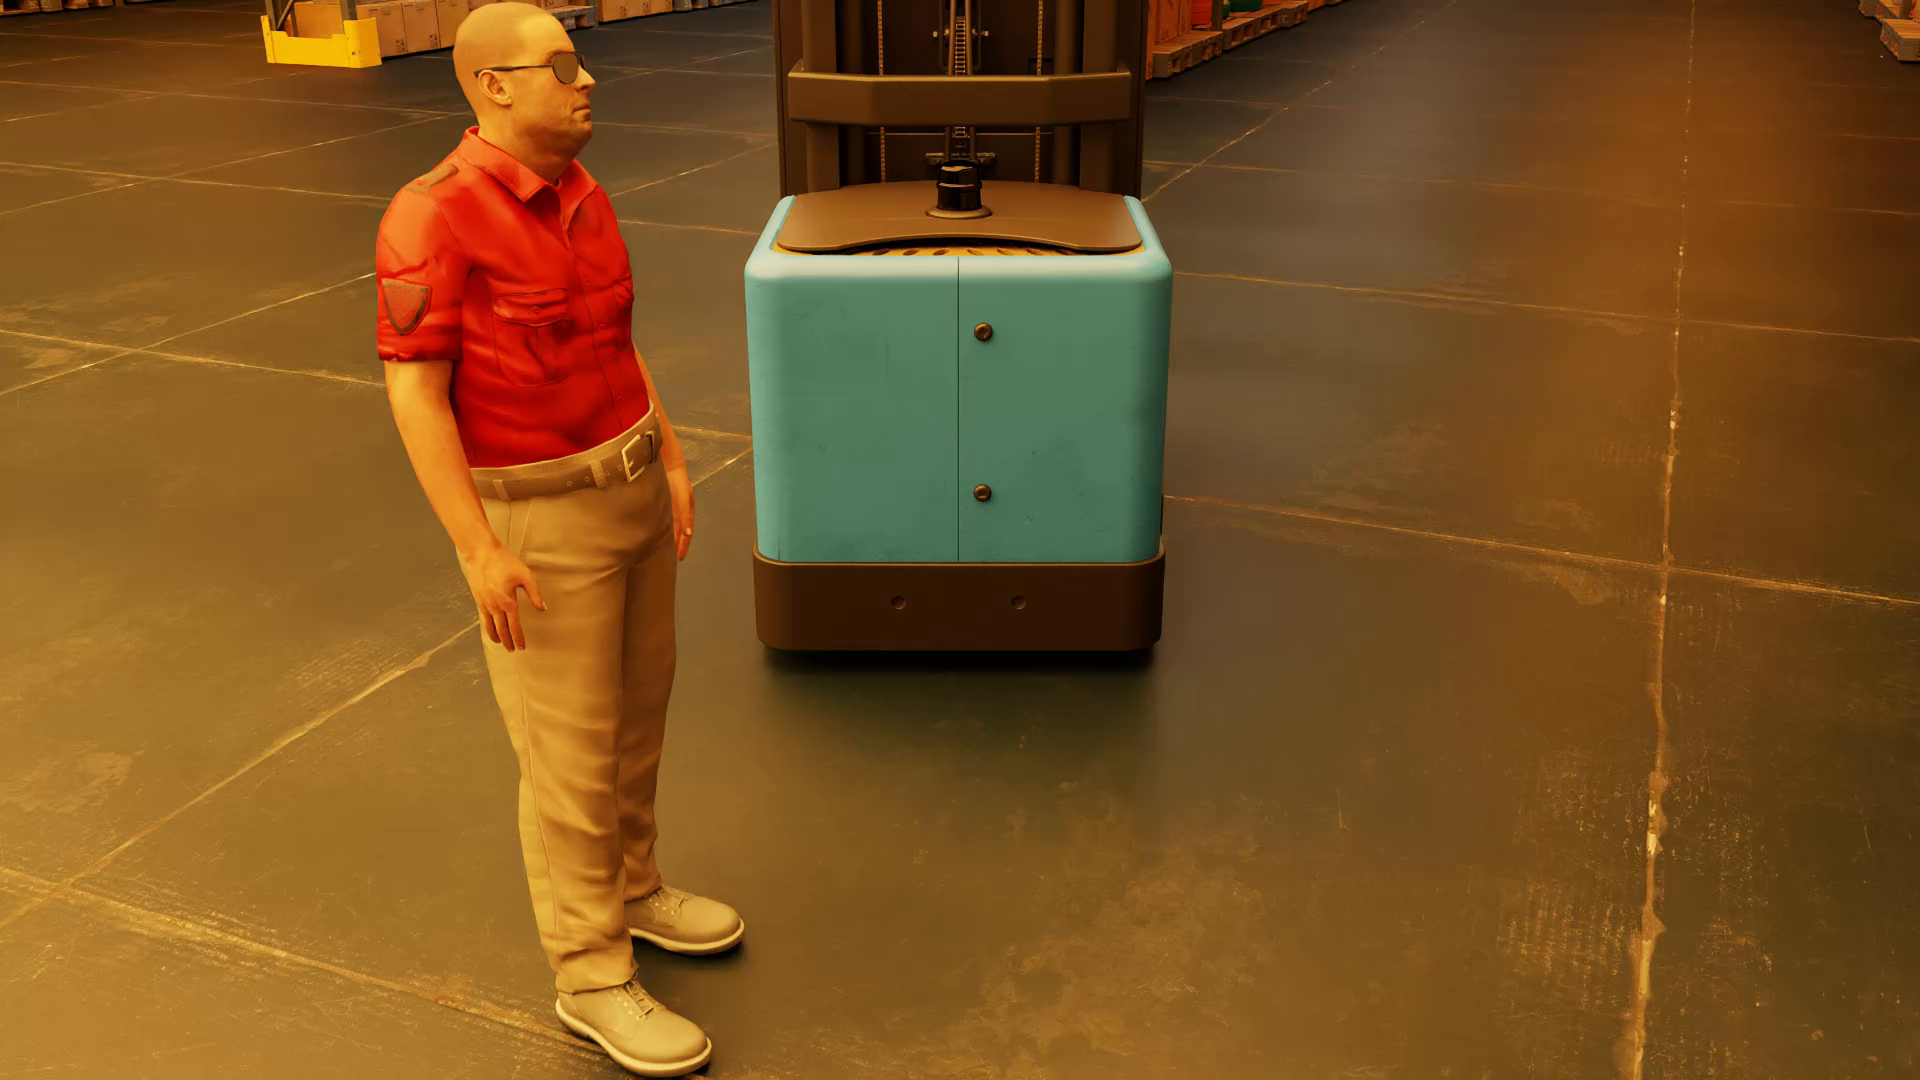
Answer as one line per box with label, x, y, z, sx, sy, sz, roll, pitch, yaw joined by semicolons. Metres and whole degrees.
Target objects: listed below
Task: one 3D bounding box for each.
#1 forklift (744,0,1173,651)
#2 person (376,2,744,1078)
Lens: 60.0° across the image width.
forklift;0.002;-1.587;5.089;1.130;2.935;3.031;0;23;0
person;-0.597;-0.012;2.862;0.551;1.727;0.641;9;24;20
